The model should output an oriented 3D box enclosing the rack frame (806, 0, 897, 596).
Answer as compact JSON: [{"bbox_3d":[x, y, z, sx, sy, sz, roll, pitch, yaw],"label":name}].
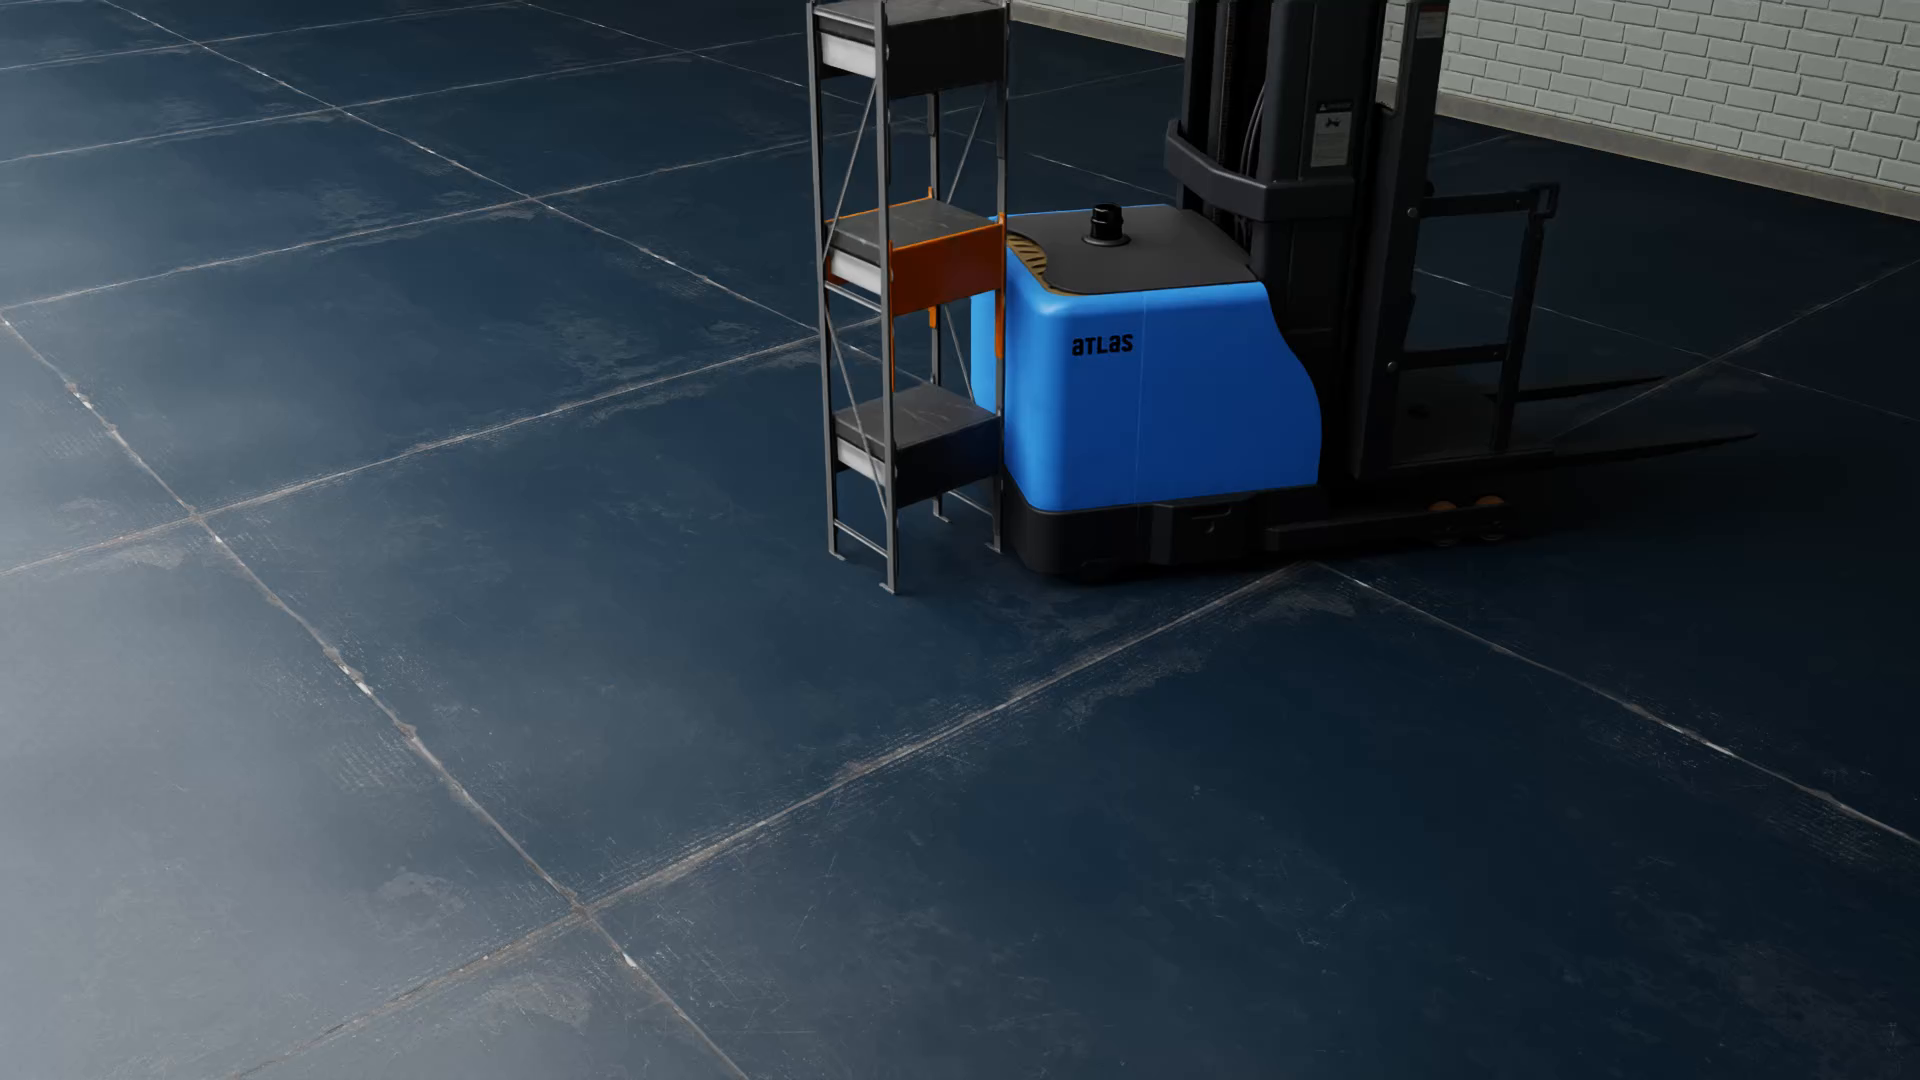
[{"bbox_3d":[-0.353,-0.804,5.526,0.015,2.100,0.400,-21,34,-33],"label":"rack frame"}]

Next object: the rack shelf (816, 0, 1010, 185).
[{"bbox_3d":[-0.163,-1.481,5.337,0.480,0.518,0.431,-21,34,-33],"label":"rack shelf"}]

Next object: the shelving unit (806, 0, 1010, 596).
[{"bbox_3d":[-0.163,-0.876,5.660,0.503,2.100,0.431,-21,34,-33],"label":"shelving unit"}]

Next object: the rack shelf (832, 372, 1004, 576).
[{"bbox_3d":[-0.162,-0.246,5.997,0.480,0.518,0.431,-21,34,-33],"label":"rack shelf"}]

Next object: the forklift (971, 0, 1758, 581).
[{"bbox_3d":[1.603,-1.504,5.954,3.031,2.935,1.130,-6,29,-12],"label":"forklift"}]

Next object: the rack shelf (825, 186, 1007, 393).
[{"bbox_3d":[-0.163,-0.864,5.667,0.480,0.518,0.431,-21,34,-33],"label":"rack shelf"}]

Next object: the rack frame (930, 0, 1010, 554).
[{"bbox_3d":[0.028,-0.948,5.795,0.015,2.100,0.400,-21,34,-33],"label":"rack frame"}]
